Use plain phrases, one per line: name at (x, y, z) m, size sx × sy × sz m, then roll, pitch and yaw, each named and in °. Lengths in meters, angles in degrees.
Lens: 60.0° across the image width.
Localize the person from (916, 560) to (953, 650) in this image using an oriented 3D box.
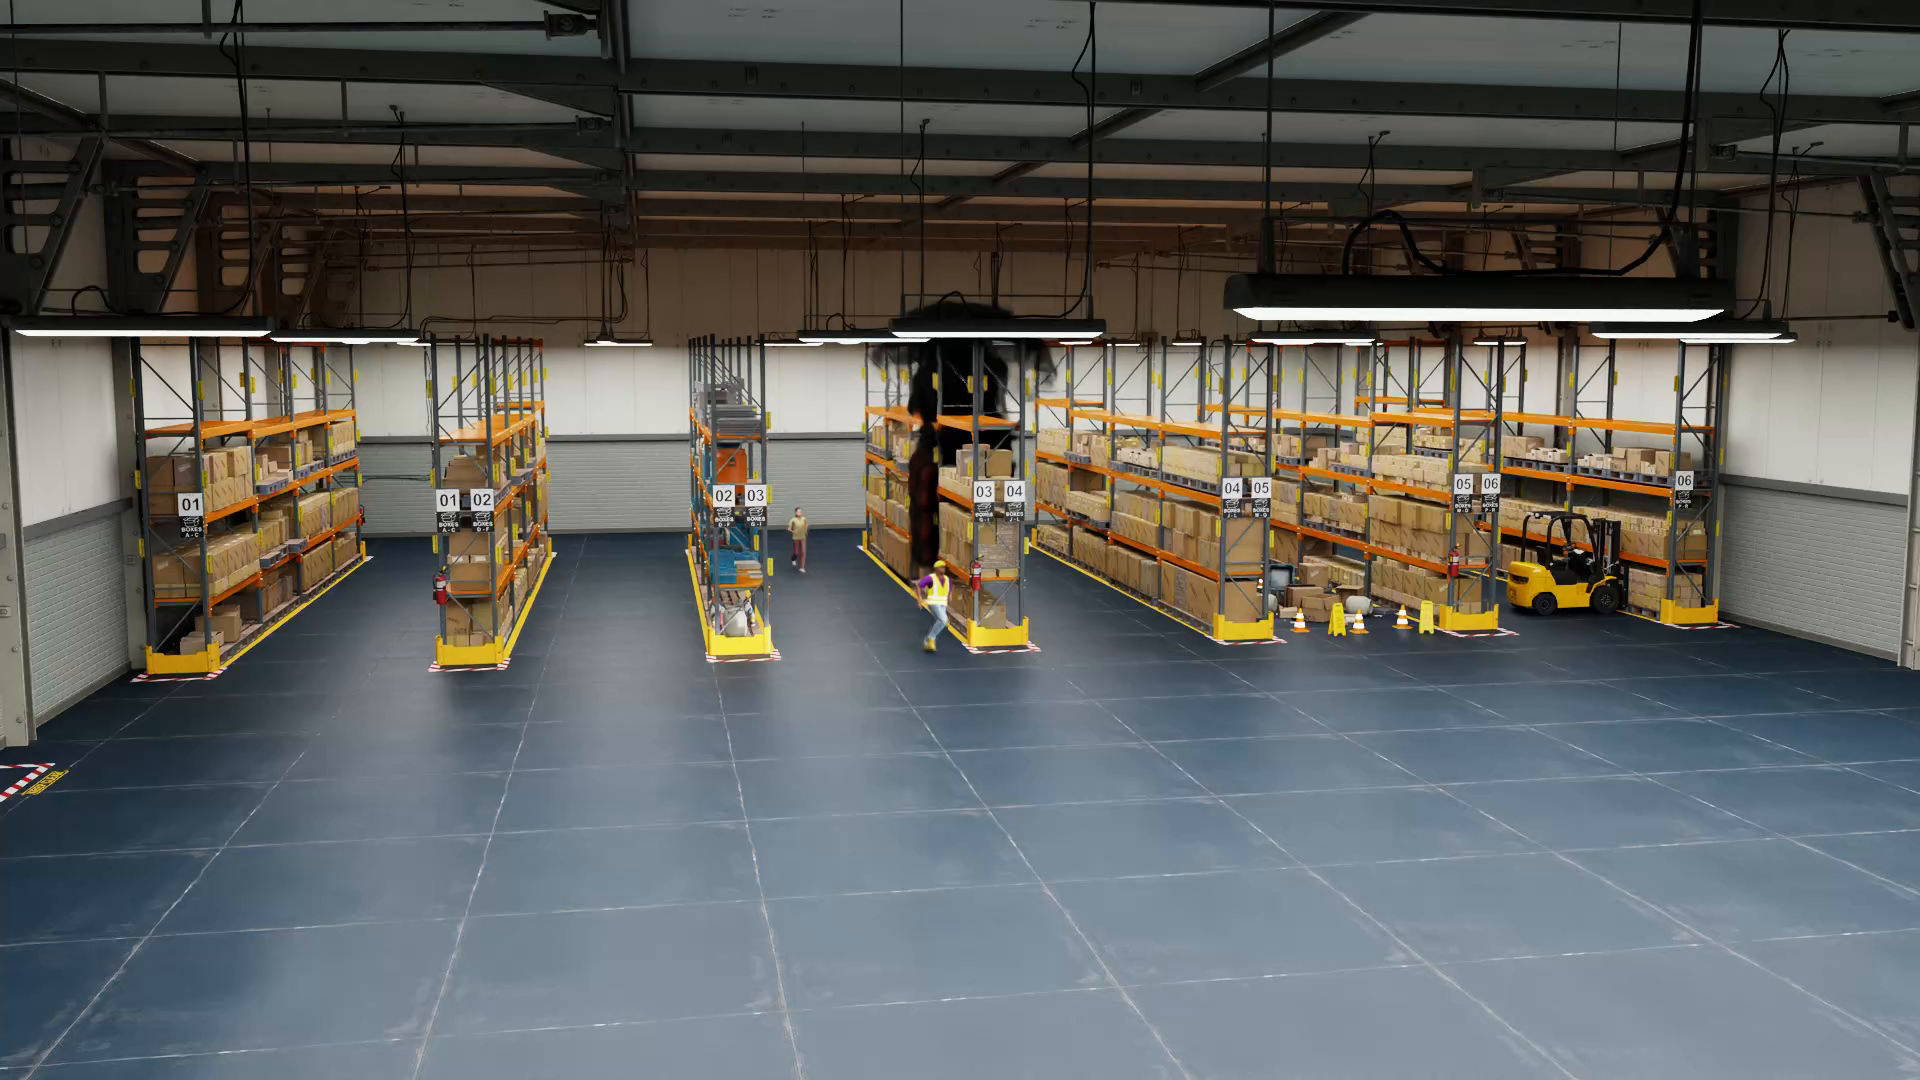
person at (-0.400, 1.241, 31.626) m, size 0.722 × 1.697 × 0.651 m, roll -6°, pitch 9°, yaw -42°

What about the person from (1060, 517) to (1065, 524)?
person at (3.214, -0.784, 49.984) m, size 0.485 × 1.606 × 0.633 m, roll 6°, pitch 9°, yaw 42°

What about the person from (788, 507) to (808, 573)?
person at (-4.172, -0.017, 42.965) m, size 0.563 × 1.659 × 0.881 m, roll -3°, pitch 7°, yaw -23°

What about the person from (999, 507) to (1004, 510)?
person at (1.091, -0.683, 49.048) m, size 0.738 × 1.588 × 0.594 m, roll 5°, pitch 8°, yaw 35°
